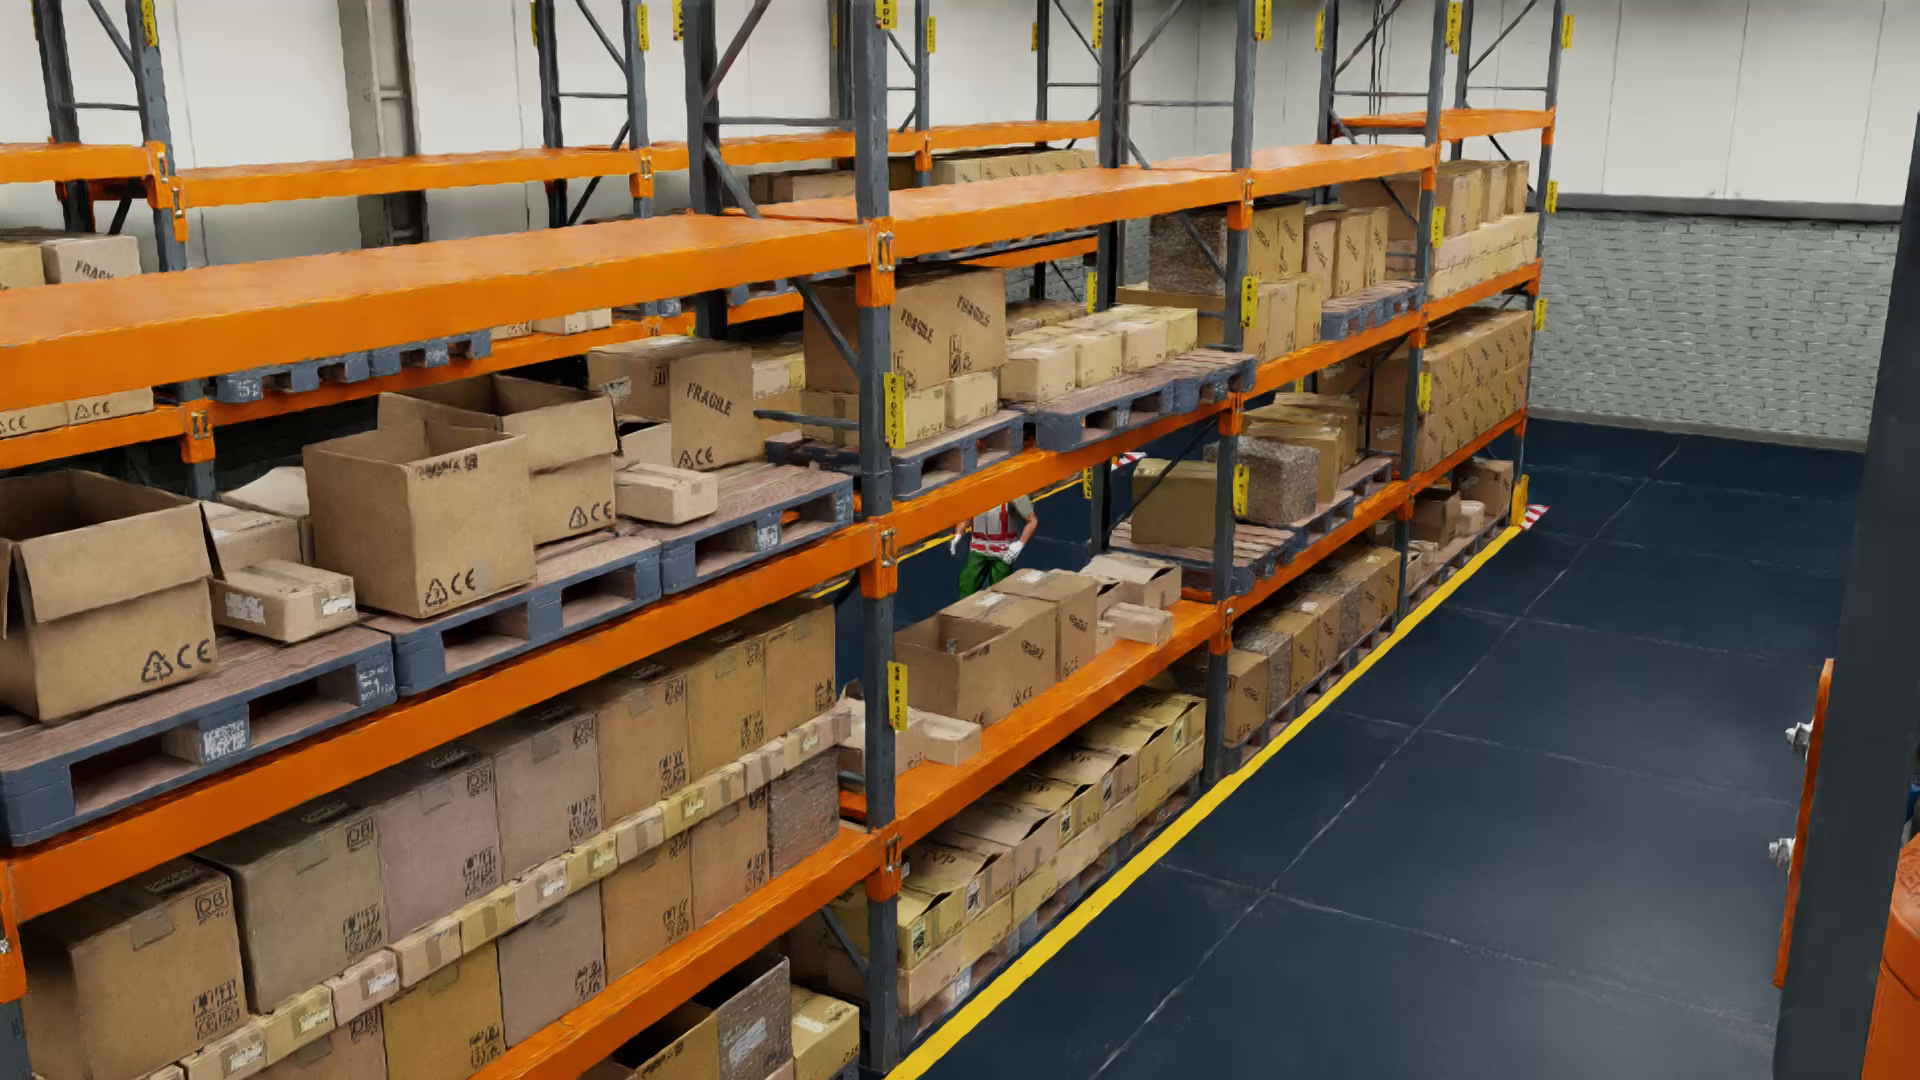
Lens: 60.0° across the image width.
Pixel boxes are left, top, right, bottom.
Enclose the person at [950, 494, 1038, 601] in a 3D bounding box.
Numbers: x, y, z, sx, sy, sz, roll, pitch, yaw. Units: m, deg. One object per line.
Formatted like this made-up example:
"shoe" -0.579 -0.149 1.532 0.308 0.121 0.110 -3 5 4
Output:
"person" 0.265 0.130 13.604 0.716 1.753 0.497 5 17 18
